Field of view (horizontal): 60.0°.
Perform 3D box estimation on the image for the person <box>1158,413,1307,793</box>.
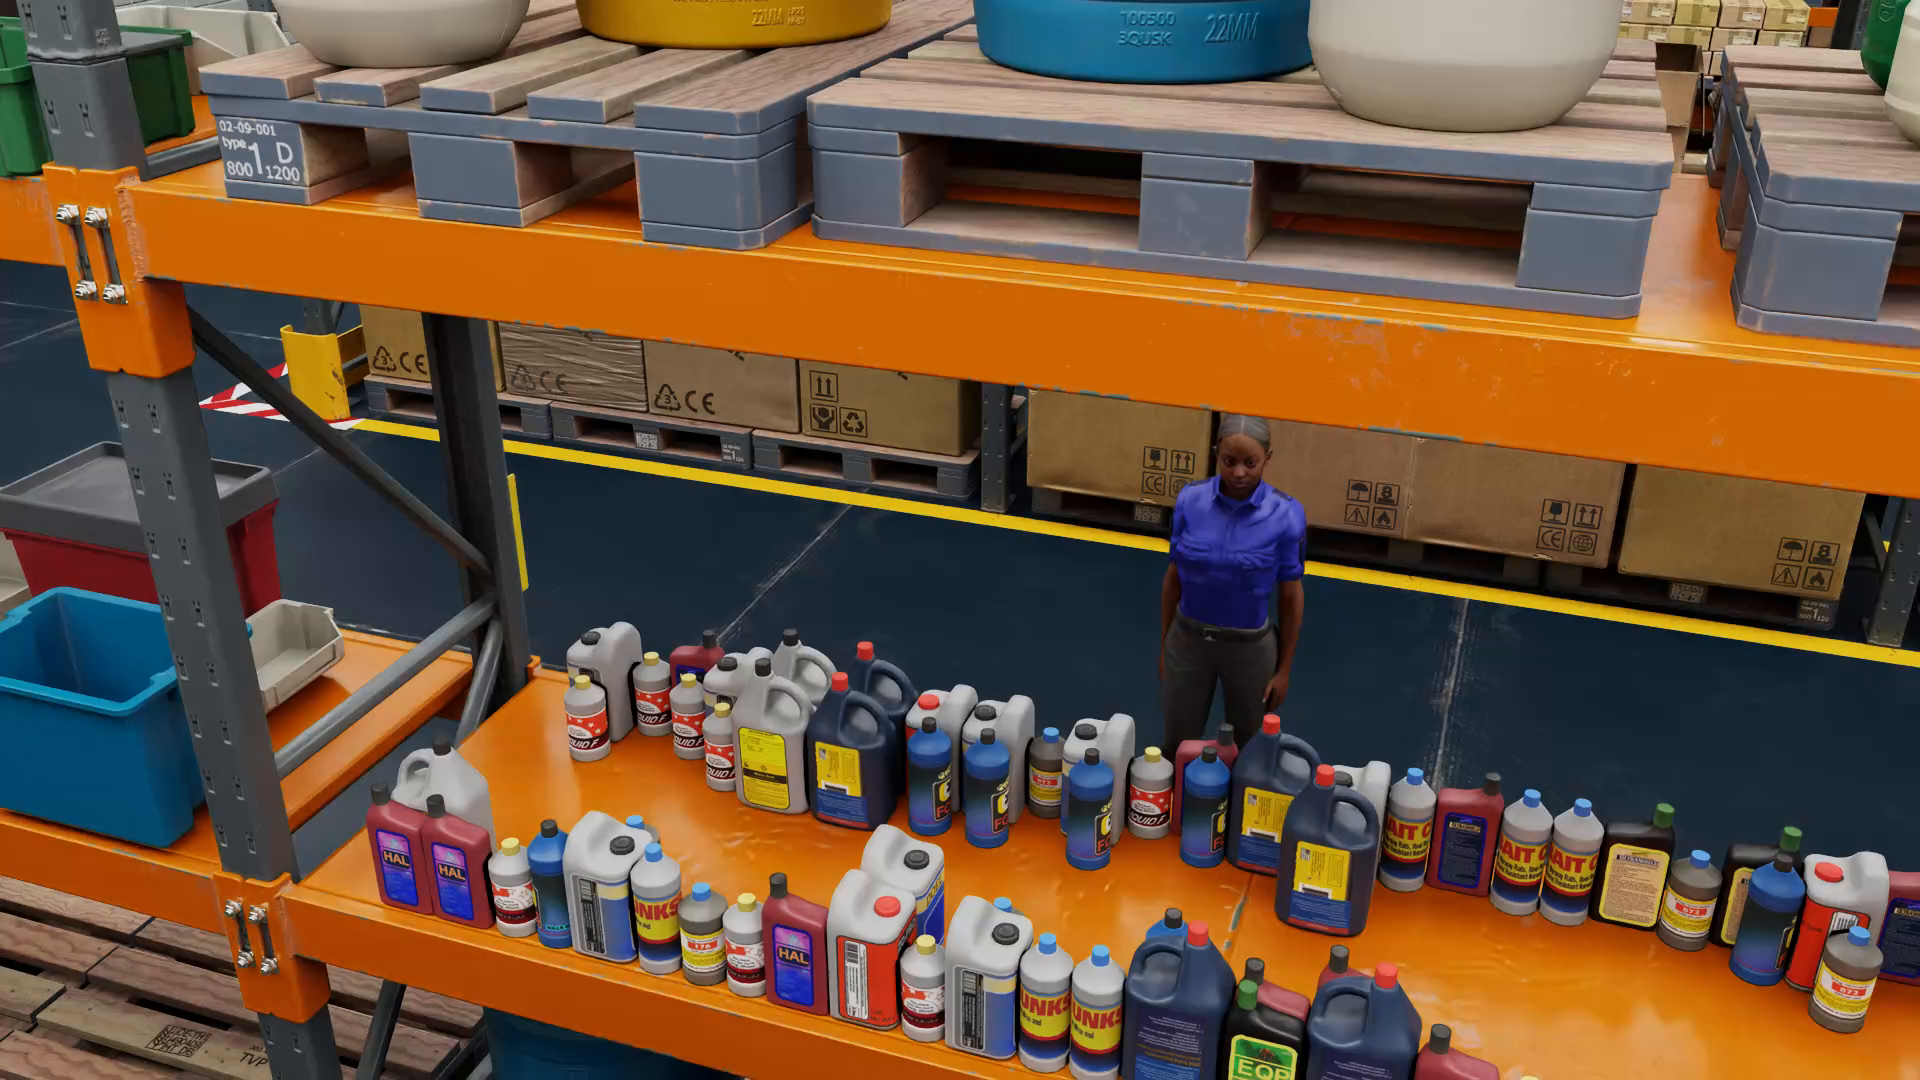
[{"bbox_3d":[0.859,0.395,5.363,0.450,1.703,0.351,9,27,18],"label":"person"}]
